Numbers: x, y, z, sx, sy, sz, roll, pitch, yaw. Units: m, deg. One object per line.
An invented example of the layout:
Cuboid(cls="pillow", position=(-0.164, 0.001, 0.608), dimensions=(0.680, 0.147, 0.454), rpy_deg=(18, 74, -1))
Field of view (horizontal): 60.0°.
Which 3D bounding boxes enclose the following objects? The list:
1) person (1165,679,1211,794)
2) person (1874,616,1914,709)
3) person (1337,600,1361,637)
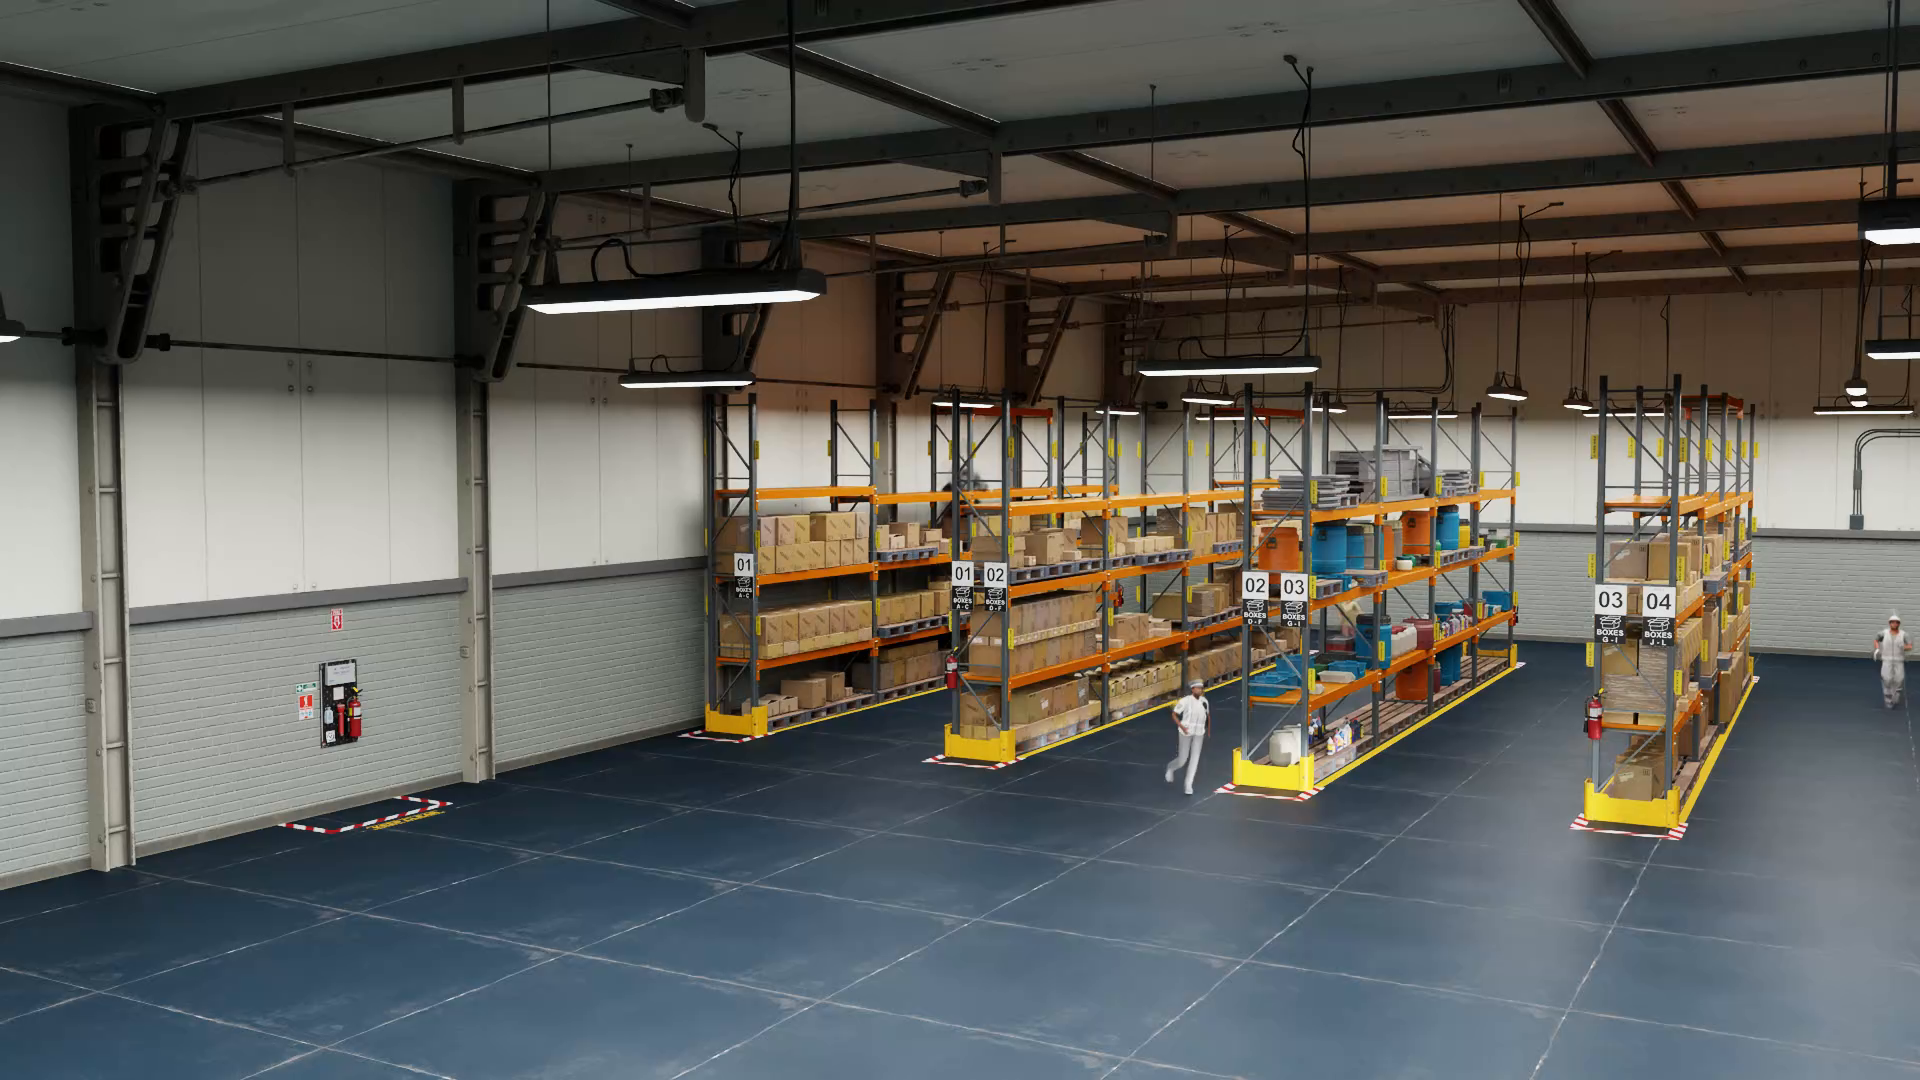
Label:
Cuboid(cls="person", position=(3.434, 2.855, 24.472), dimensions=(0.637, 1.645, 0.801), rpy_deg=(-1, 3, -14))
Cuboid(cls="person", position=(18.028, 2.343, 32.111), dimensions=(0.659, 1.770, 1.004), rpy_deg=(2, 3, 28))
Cuboid(cls="person", position=(9.188, 2.055, 39.316), dimensions=(0.581, 1.731, 0.727), rpy_deg=(1, 3, 19))
